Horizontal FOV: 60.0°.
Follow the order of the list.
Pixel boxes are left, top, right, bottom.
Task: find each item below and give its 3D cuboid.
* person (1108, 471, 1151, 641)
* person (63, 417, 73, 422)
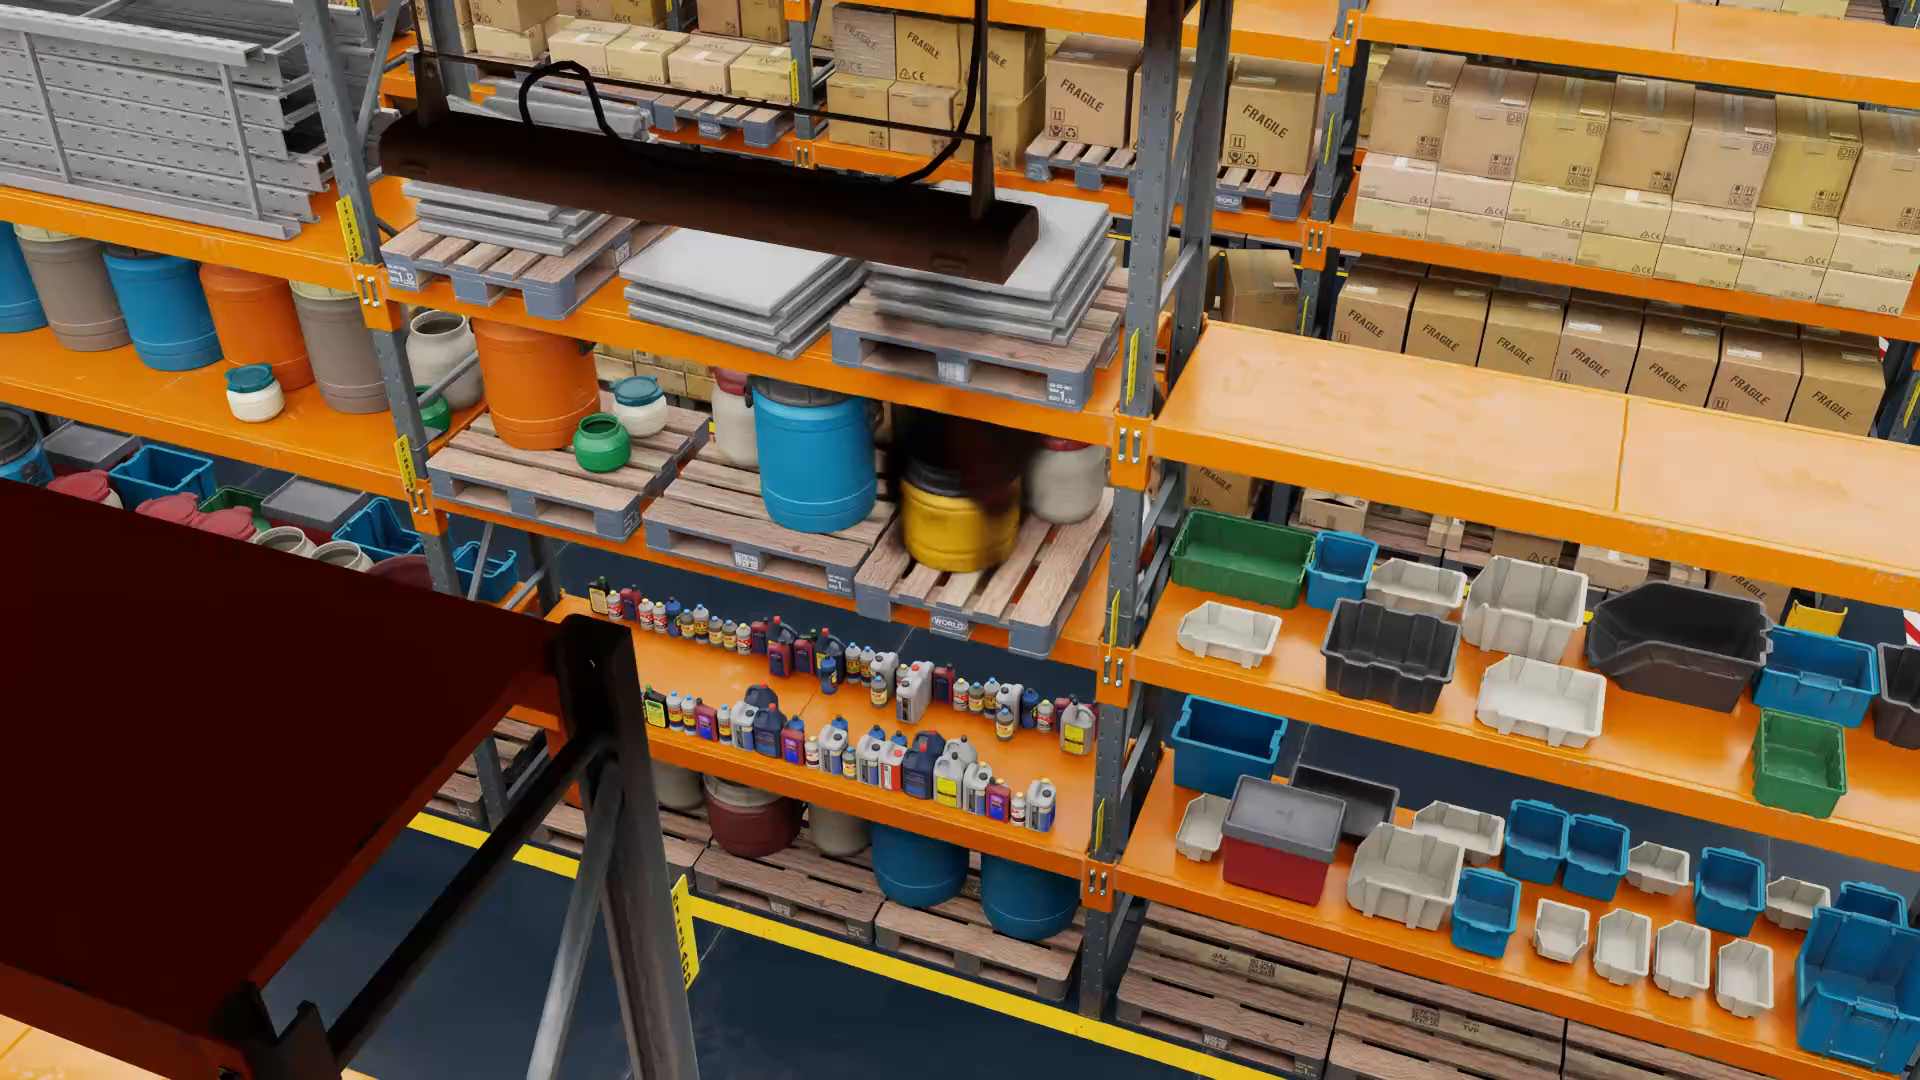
[{"bbox_3d":[1.178,0.196,11.691,0.589,1.721,0.702,3,37,5],"label":"person"},{"bbox_3d":[-6.977,-1.012,13.418,0.857,1.609,0.559,11,38,15],"label":"person"}]
